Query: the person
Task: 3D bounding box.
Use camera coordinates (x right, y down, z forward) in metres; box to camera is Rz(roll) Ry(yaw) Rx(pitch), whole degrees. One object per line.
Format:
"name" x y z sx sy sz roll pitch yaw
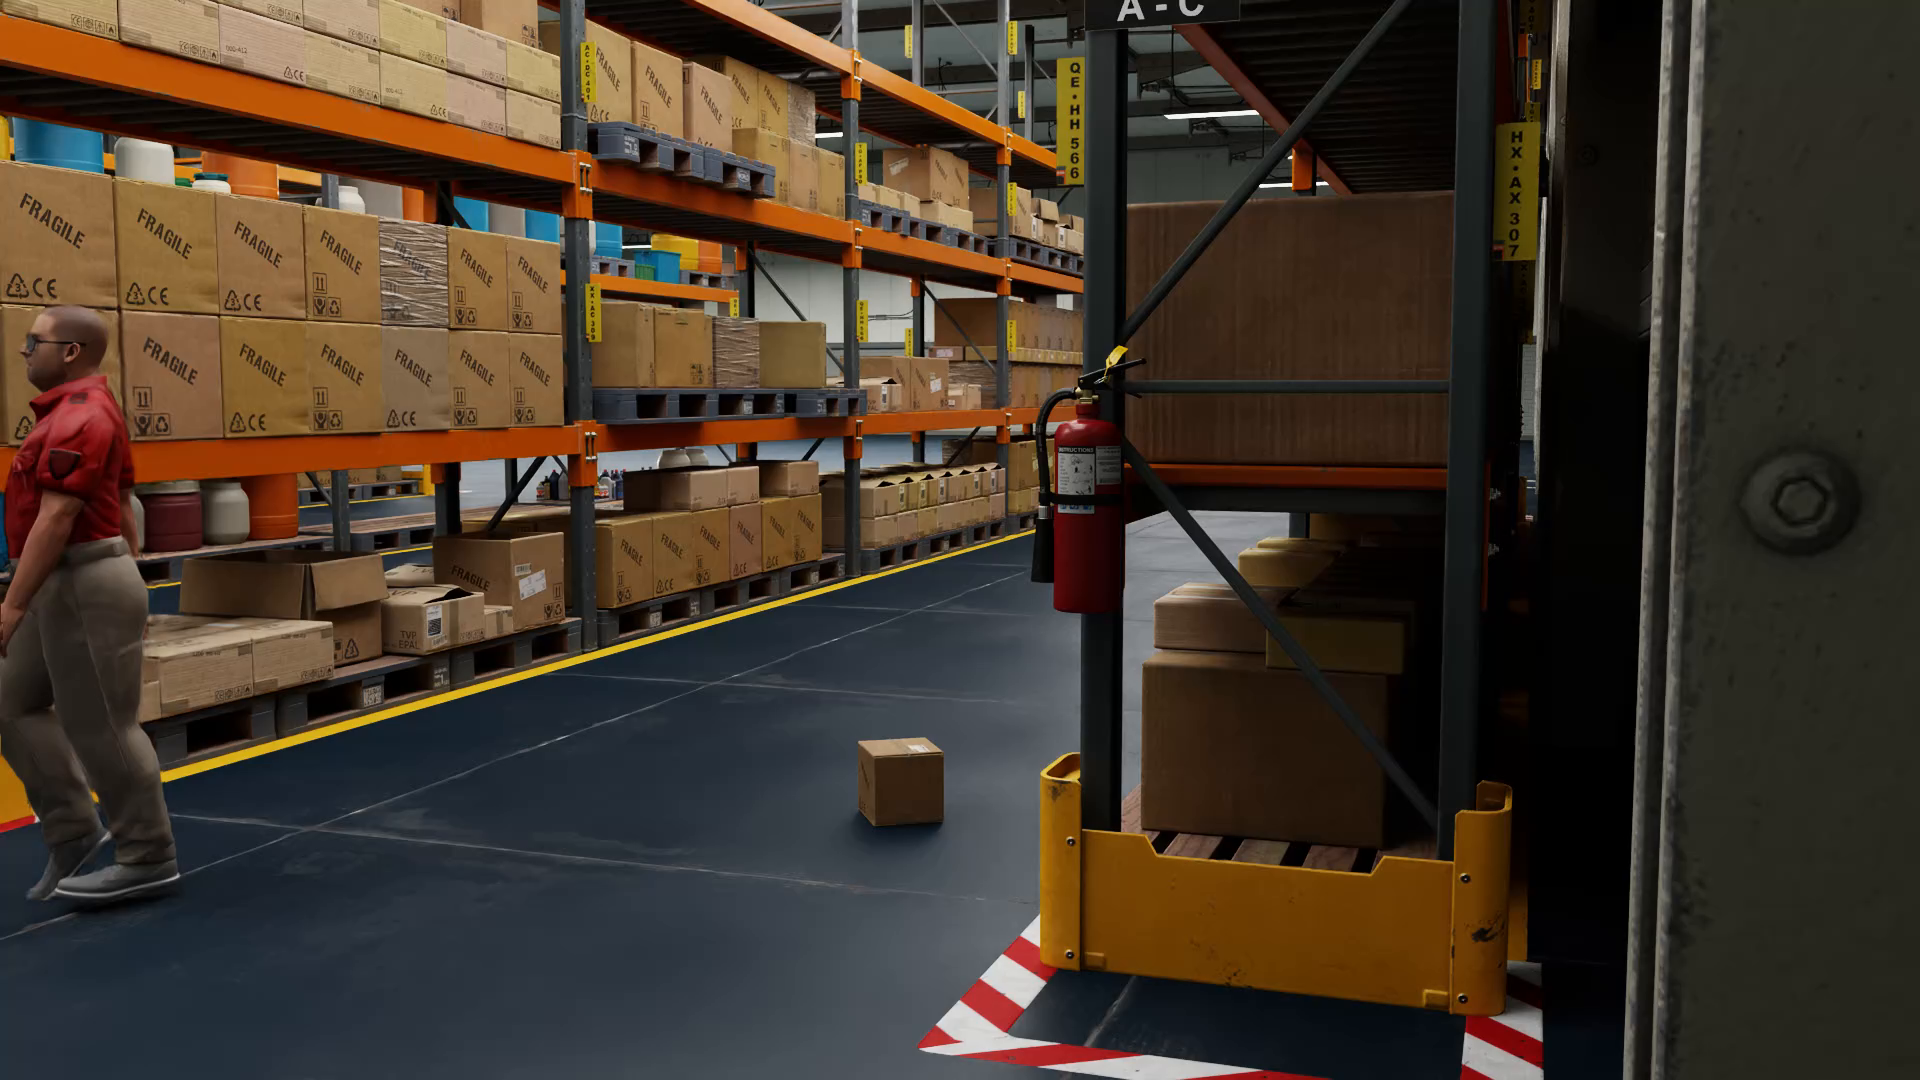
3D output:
"person" -2.583 0.223 4.836 0.499 1.798 0.585 -3 6 -26
